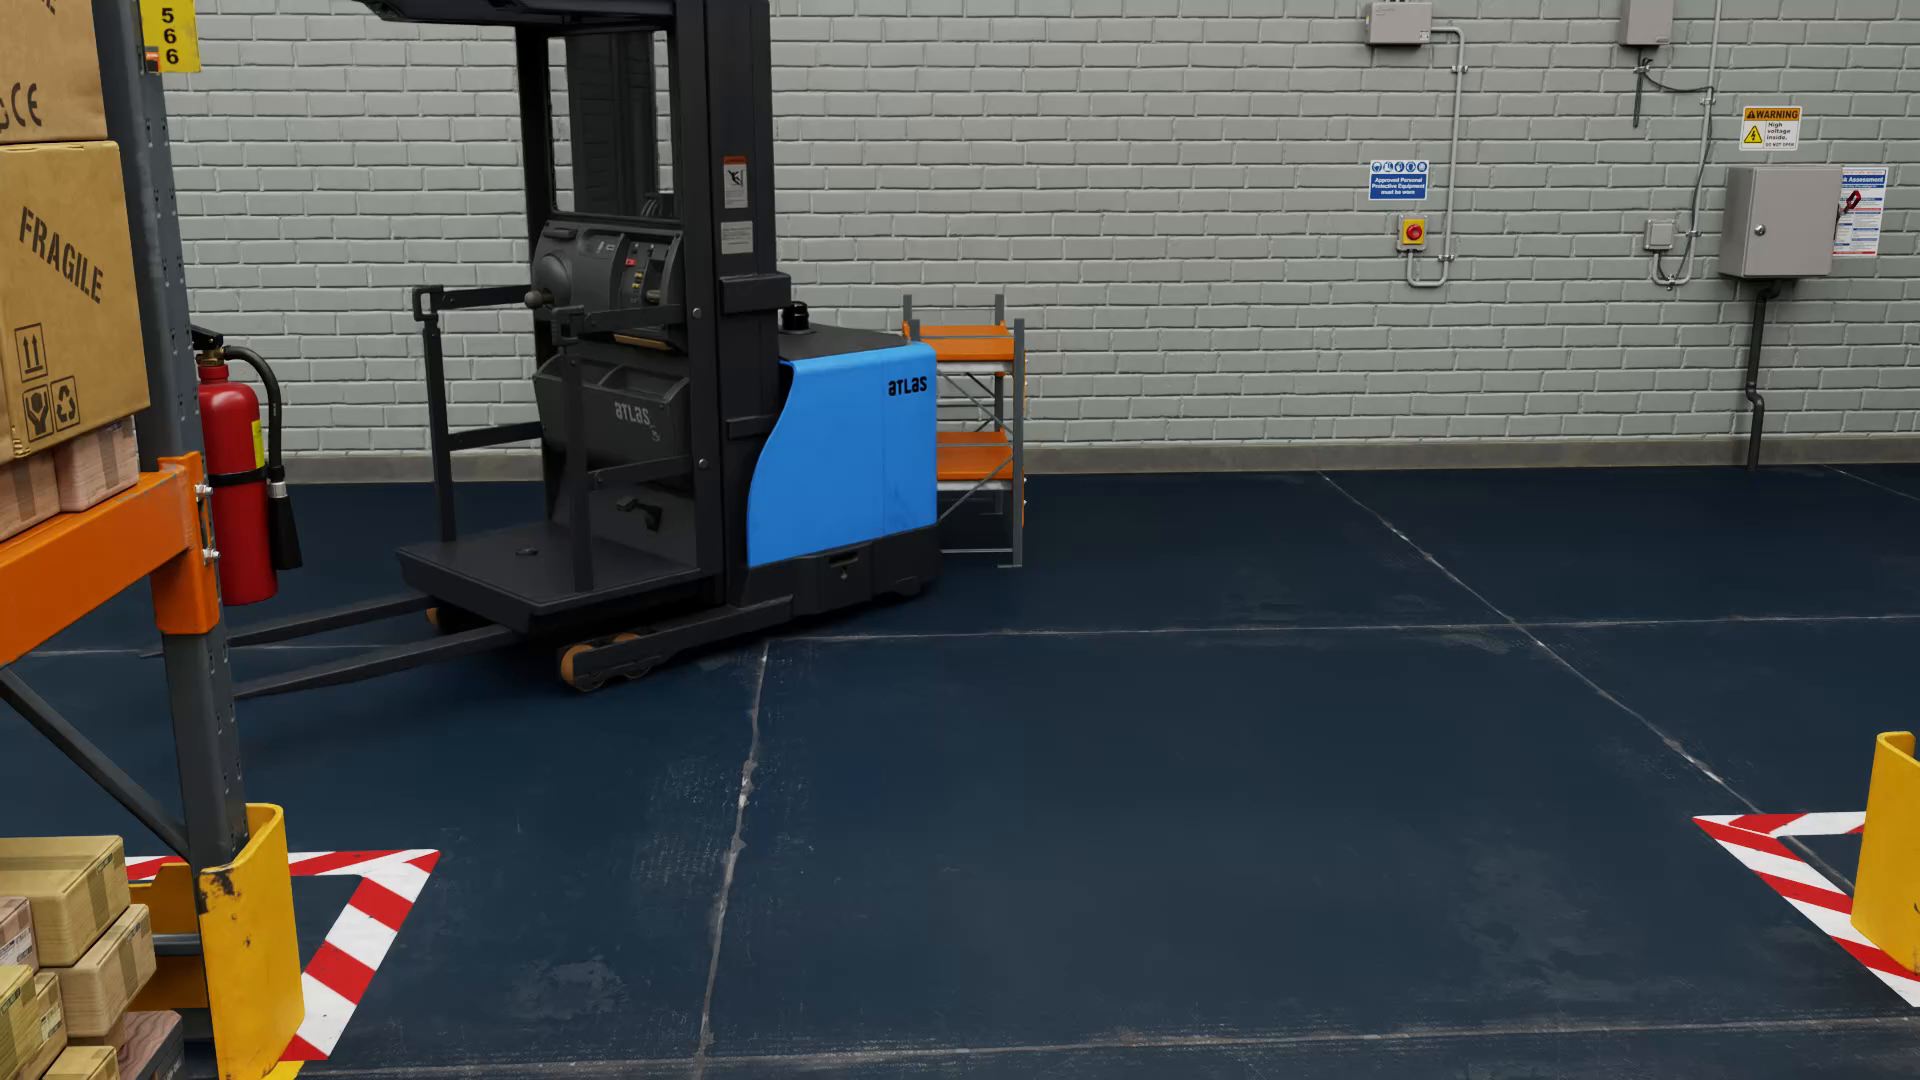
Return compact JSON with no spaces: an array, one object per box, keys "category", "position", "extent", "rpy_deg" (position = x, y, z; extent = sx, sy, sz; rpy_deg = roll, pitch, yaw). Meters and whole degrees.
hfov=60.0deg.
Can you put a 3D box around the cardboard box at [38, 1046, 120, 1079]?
[{"category":"cardboard box","position":[-1.720,1.021,2.917],"extent":[0.380,0.149,0.250],"rpy_deg":[0,14,-2]}]

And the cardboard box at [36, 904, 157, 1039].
[{"category":"cardboard box","position":[-1.760,0.814,3.126],"extent":[0.380,0.149,0.250],"rpy_deg":[-1,14,-5]}]

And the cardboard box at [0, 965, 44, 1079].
[{"category":"cardboard box","position":[-1.691,0.796,2.596],"extent":[0.380,0.149,0.250],"rpy_deg":[-1,14,-5]}]

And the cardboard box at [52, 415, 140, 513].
[{"category":"cardboard box","position":[-1.775,-0.148,3.086],"extent":[0.380,0.149,0.250],"rpy_deg":[-1,14,-3]}]

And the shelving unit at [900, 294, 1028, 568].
[{"category":"shelving unit","position":[0.000,-0.546,7.893],"extent":[0.538,1.125,1.048],"rpy_deg":[-1,14,-3]}]

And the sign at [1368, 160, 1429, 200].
[{"category":"sign","position":[2.432,-1.995,9.219],"extent":[0.327,0.218,0.001],"rpy_deg":[-1,14,-3]}]

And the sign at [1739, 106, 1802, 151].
[{"category":"sign","position":[4.522,-2.297,9.276],"extent":[0.339,0.242,0.001],"rpy_deg":[-1,14,-3]}]

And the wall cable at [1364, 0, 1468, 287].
[{"category":"wall cable","position":[2.484,-2.357,9.066],"extent":[0.585,1.953,0.123],"rpy_deg":[-1,14,-3]}]

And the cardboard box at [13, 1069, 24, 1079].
[{"category":"cardboard box","position":[-1.726,0.943,2.624],"extent":[0.380,0.149,0.250],"rpy_deg":[-1,15,-6]}]

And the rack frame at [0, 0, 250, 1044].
[{"category":"rack frame","position":[-2.078,-0.346,3.353],"extent":[1.000,3.000,0.127],"rpy_deg":[-1,14,-3]}]

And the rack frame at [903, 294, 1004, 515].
[{"category":"rack frame","position":[-0.032,-0.673,8.384],"extent":[0.500,1.125,0.032],"rpy_deg":[-1,14,-3]}]

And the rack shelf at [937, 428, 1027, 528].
[{"category":"rack shelf","position":[0.000,-0.310,7.954],"extent":[0.538,0.278,1.000],"rpy_deg":[-1,14,-3]}]

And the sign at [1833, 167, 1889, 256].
[{"category":"sign","position":[5.070,-1.859,9.423],"extent":[0.329,0.494,0.001],"rpy_deg":[-1,14,-3]}]

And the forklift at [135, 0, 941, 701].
[{"category":"forklift","position":[-1.486,-1.025,6.126],"extent":[3.031,2.935,1.130],"rpy_deg":[-14,20,-43]}]

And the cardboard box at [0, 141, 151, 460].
[{"category":"cardboard box","position":[-1.793,-0.431,2.885],"extent":[0.500,0.500,0.500],"rpy_deg":[-1,14,-2]}]

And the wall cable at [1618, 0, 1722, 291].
[{"category":"wall cable","position":[3.899,-2.367,9.167],"extent":[0.588,1.984,0.122],"rpy_deg":[-1,14,-3]}]

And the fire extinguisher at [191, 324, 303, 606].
[{"category":"fire extinguisher","position":[-1.632,-0.198,3.680],"extent":[0.296,0.674,0.183],"rpy_deg":[-1,14,-3]}]

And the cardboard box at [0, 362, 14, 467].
[{"category":"cardboard box","position":[-1.766,-0.303,2.387],"extent":[0.500,0.500,0.500],"rpy_deg":[-1,14,-4]}]

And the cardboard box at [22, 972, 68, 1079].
[{"category":"cardboard box","position":[-1.798,0.879,2.870],"extent":[0.380,0.149,0.250],"rpy_deg":[-1,14,-5]}]

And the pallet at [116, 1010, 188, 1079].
[{"category":"pallet","position":[-2.058,1.225,2.840],"extent":[1.003,0.211,1.213],"rpy_deg":[-1,14,-3]}]

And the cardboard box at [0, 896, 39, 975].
[{"category":"cardboard box","position":[-1.834,0.734,2.839],"extent":[0.380,0.149,0.250],"rpy_deg":[-1,14,-2]}]

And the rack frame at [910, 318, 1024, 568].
[{"category":"rack frame","position":[0.031,-0.420,7.401],"extent":[0.500,1.125,0.032],"rpy_deg":[-1,14,-3]}]

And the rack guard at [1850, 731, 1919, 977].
[{"category":"rack guard","position":[2.855,0.757,4.082],"extent":[1.175,0.500,0.348],"rpy_deg":[-1,14,-3]}]

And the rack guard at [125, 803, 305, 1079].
[{"category":"rack guard","position":[-2.073,0.883,3.591],"extent":[1.175,0.500,0.348],"rpy_deg":[-1,14,-3]}]

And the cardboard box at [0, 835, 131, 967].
[{"category":"cardboard box","position":[-1.792,0.670,3.085],"extent":[0.380,0.149,0.250],"rpy_deg":[-1,14,-3]}]

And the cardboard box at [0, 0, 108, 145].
[{"category":"cardboard box","position":[-1.801,-0.913,2.752],"extent":[0.500,0.500,0.500],"rpy_deg":[-1,14,-5]}]

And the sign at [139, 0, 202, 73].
[{"category":"sign","position":[-1.522,-1.064,3.183],"extent":[0.100,0.325,0.005],"rpy_deg":[-1,14,-3]}]

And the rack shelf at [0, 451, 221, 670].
[{"category":"rack shelf","position":[-1.954,0.499,1.510],"extent":[1.077,0.370,4.000],"rpy_deg":[-1,14,-3]}]

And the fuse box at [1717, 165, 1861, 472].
[{"category":"fuse box","position":[4.590,-1.222,9.342],"extent":[0.539,1.711,0.414],"rpy_deg":[-1,14,-3]}]

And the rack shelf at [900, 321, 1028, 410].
[{"category":"rack shelf","position":[0.000,-0.830,7.820],"extent":[0.538,0.278,1.000],"rpy_deg":[-1,14,-3]}]

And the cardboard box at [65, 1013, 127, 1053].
[{"category":"cardboard box","position":[-1.837,0.959,3.160],"extent":[0.380,0.149,0.250],"rpy_deg":[-1,14,-2]}]

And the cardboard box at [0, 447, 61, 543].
[{"category":"cardboard box","position":[-1.797,-0.086,2.844],"extent":[0.380,0.149,0.250],"rpy_deg":[-1,14,-4]}]
